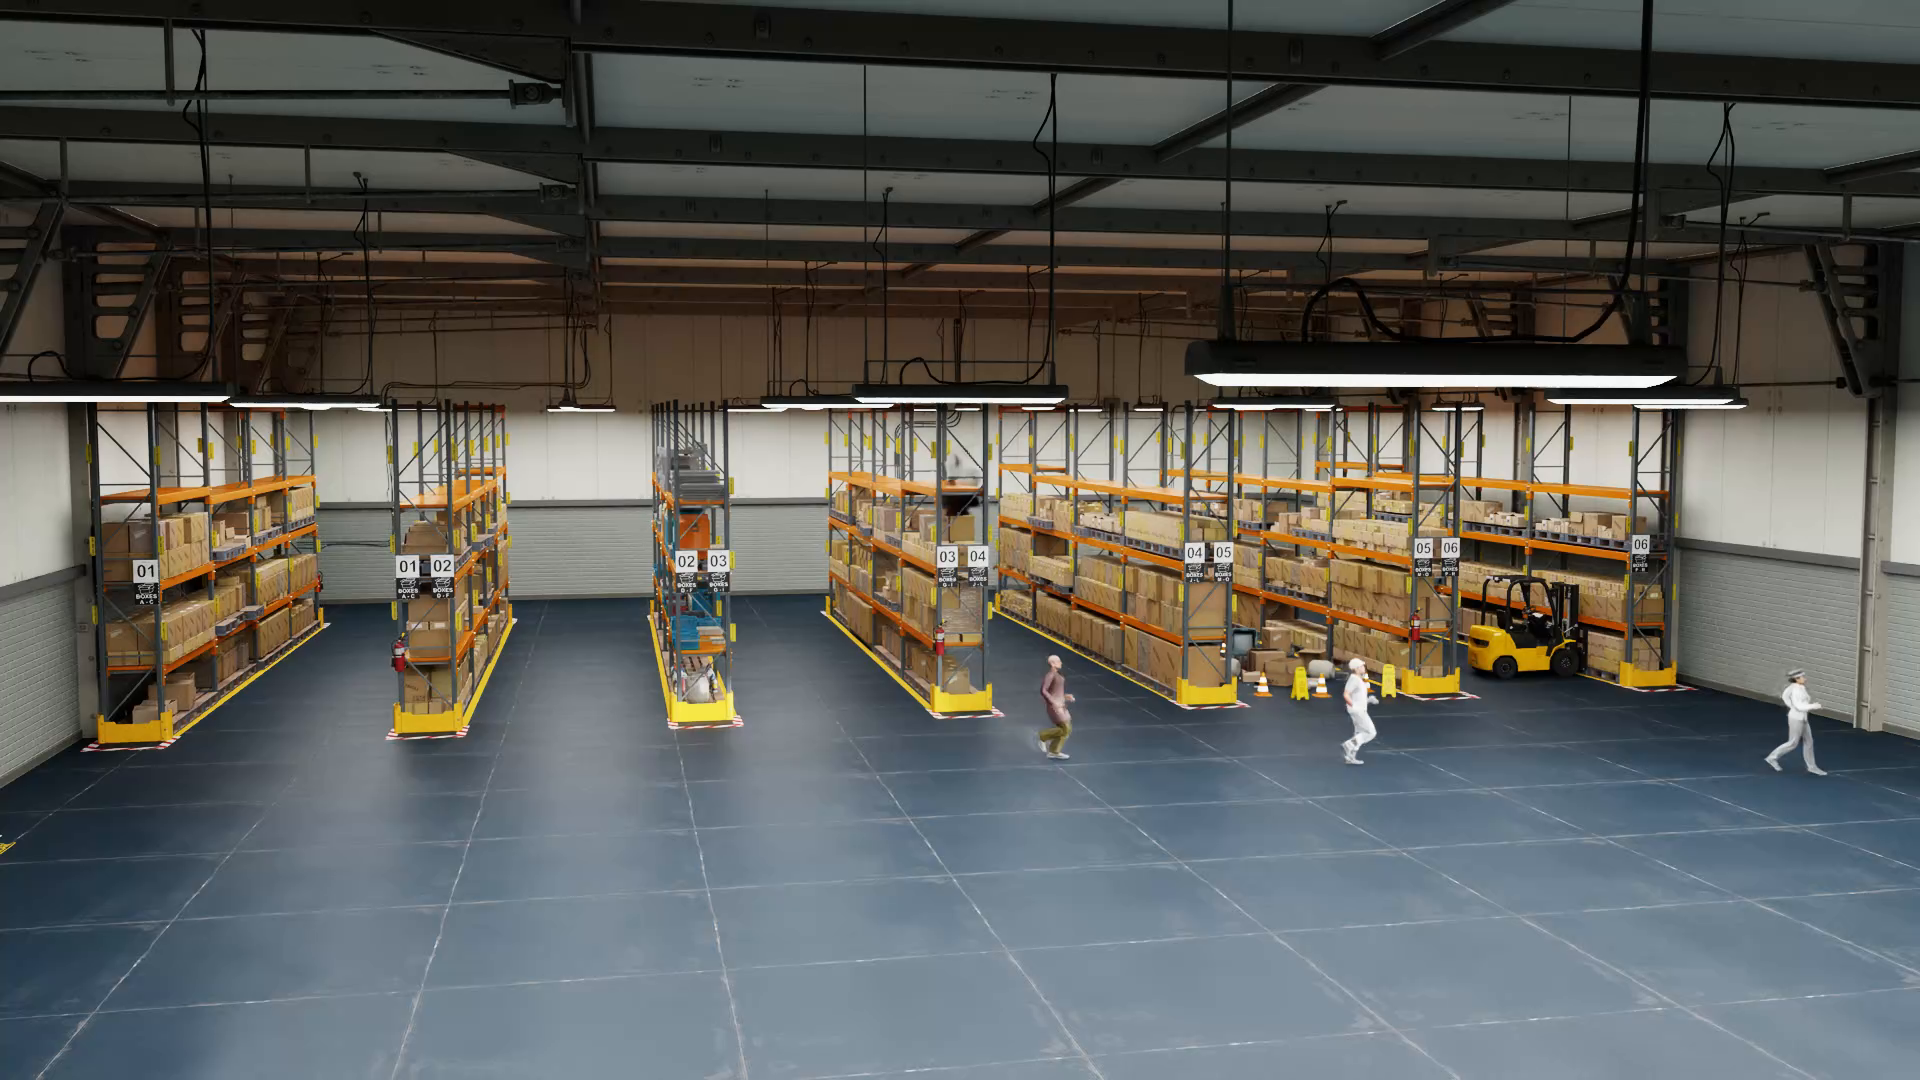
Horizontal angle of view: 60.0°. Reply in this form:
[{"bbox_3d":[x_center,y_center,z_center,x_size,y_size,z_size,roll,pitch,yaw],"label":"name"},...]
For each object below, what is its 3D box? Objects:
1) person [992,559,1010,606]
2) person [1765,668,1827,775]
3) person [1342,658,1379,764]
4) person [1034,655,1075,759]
[{"bbox_3d":[1.290,1.066,49.777,0.939,1.782,0.754,-1,5,-19],"label":"person"},{"bbox_3d":[13.272,2.860,26.343,0.878,1.689,0.616,2,5,29],"label":"person"},{"bbox_3d":[6.537,2.802,27.138,0.581,1.740,0.652,1,4,14],"label":"person"},{"bbox_3d":[1.571,2.778,27.664,0.637,1.733,0.710,1,4,14],"label":"person"}]
